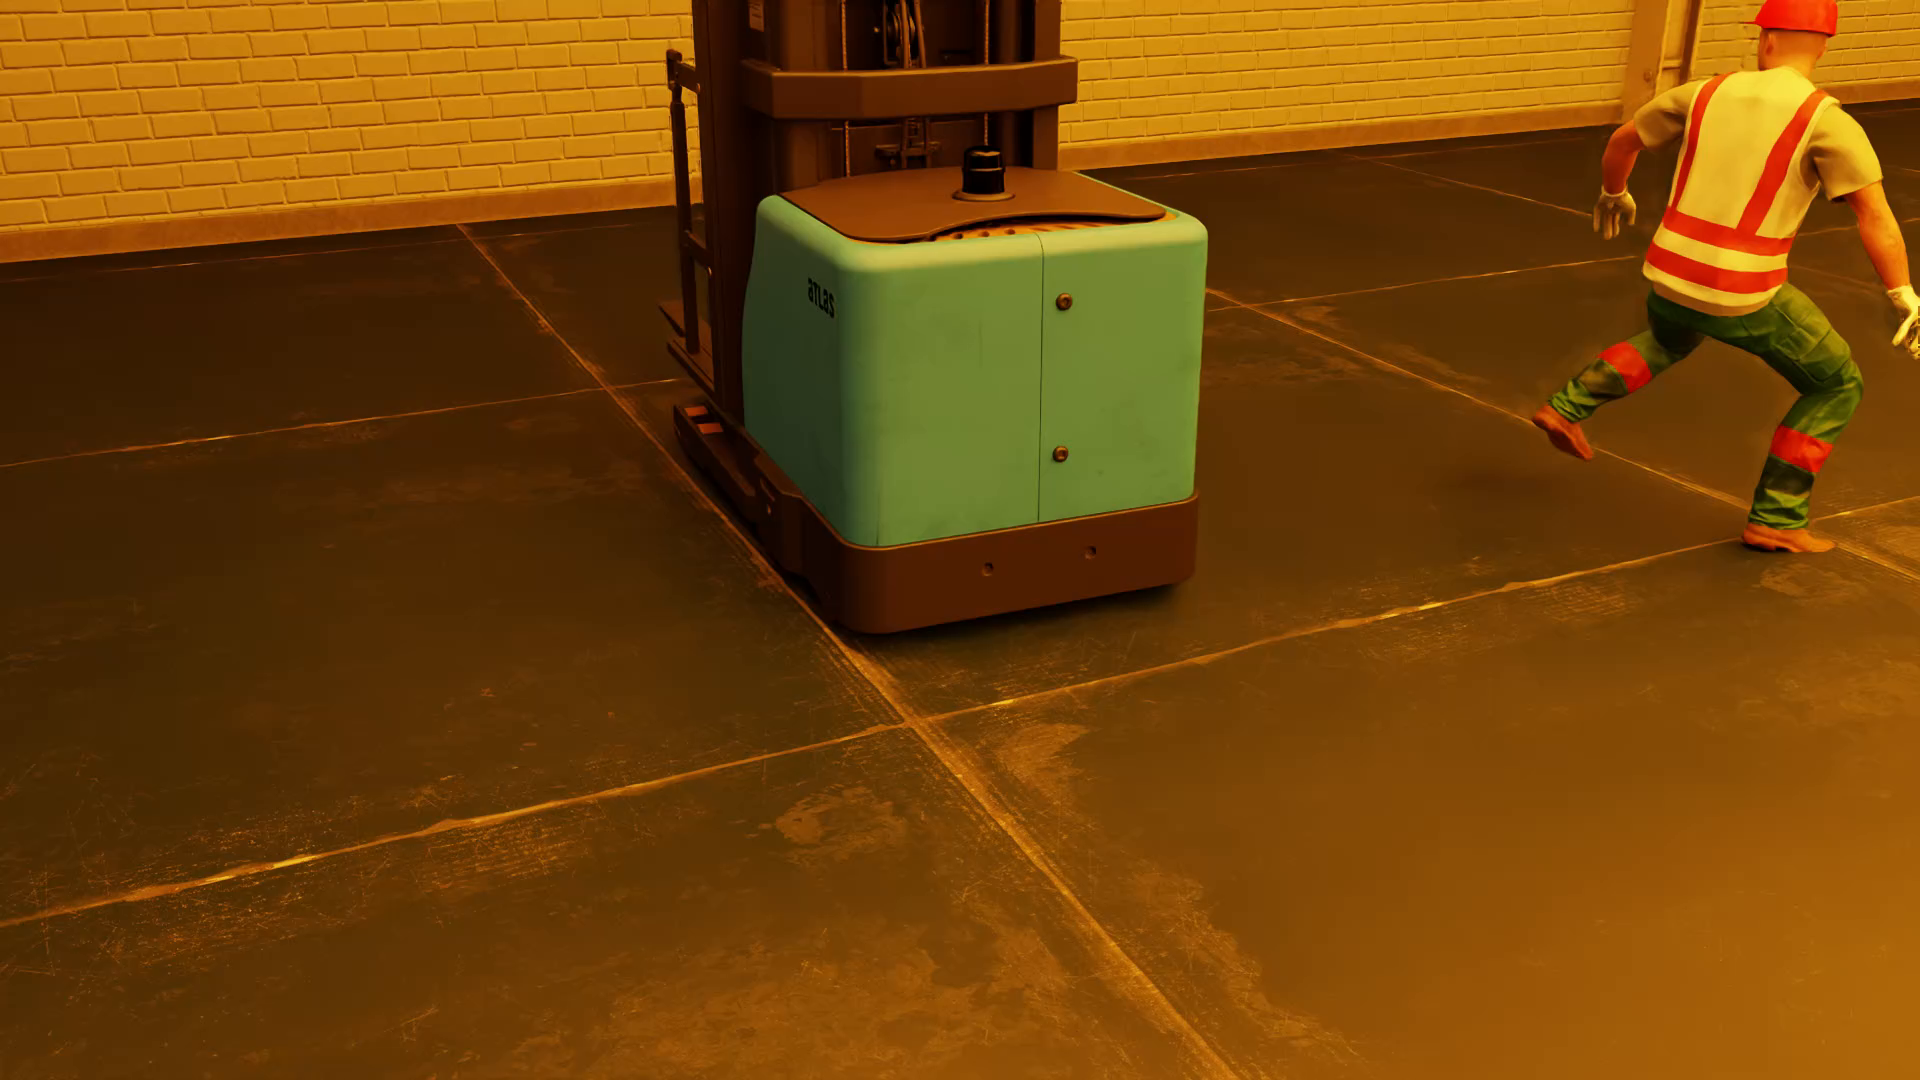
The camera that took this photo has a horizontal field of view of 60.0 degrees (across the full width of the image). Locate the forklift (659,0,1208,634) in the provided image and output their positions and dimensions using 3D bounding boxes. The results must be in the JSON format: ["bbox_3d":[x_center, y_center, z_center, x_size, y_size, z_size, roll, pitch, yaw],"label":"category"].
[{"bbox_3d":[-0.360,-1.643,5.242,1.130,2.935,3.031,-9,24,-20],"label":"forklift"}]

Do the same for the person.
[{"bbox_3d":[2.336,-0.780,4.927,0.505,1.655,1.158,-13,26,-28],"label":"person"}]
